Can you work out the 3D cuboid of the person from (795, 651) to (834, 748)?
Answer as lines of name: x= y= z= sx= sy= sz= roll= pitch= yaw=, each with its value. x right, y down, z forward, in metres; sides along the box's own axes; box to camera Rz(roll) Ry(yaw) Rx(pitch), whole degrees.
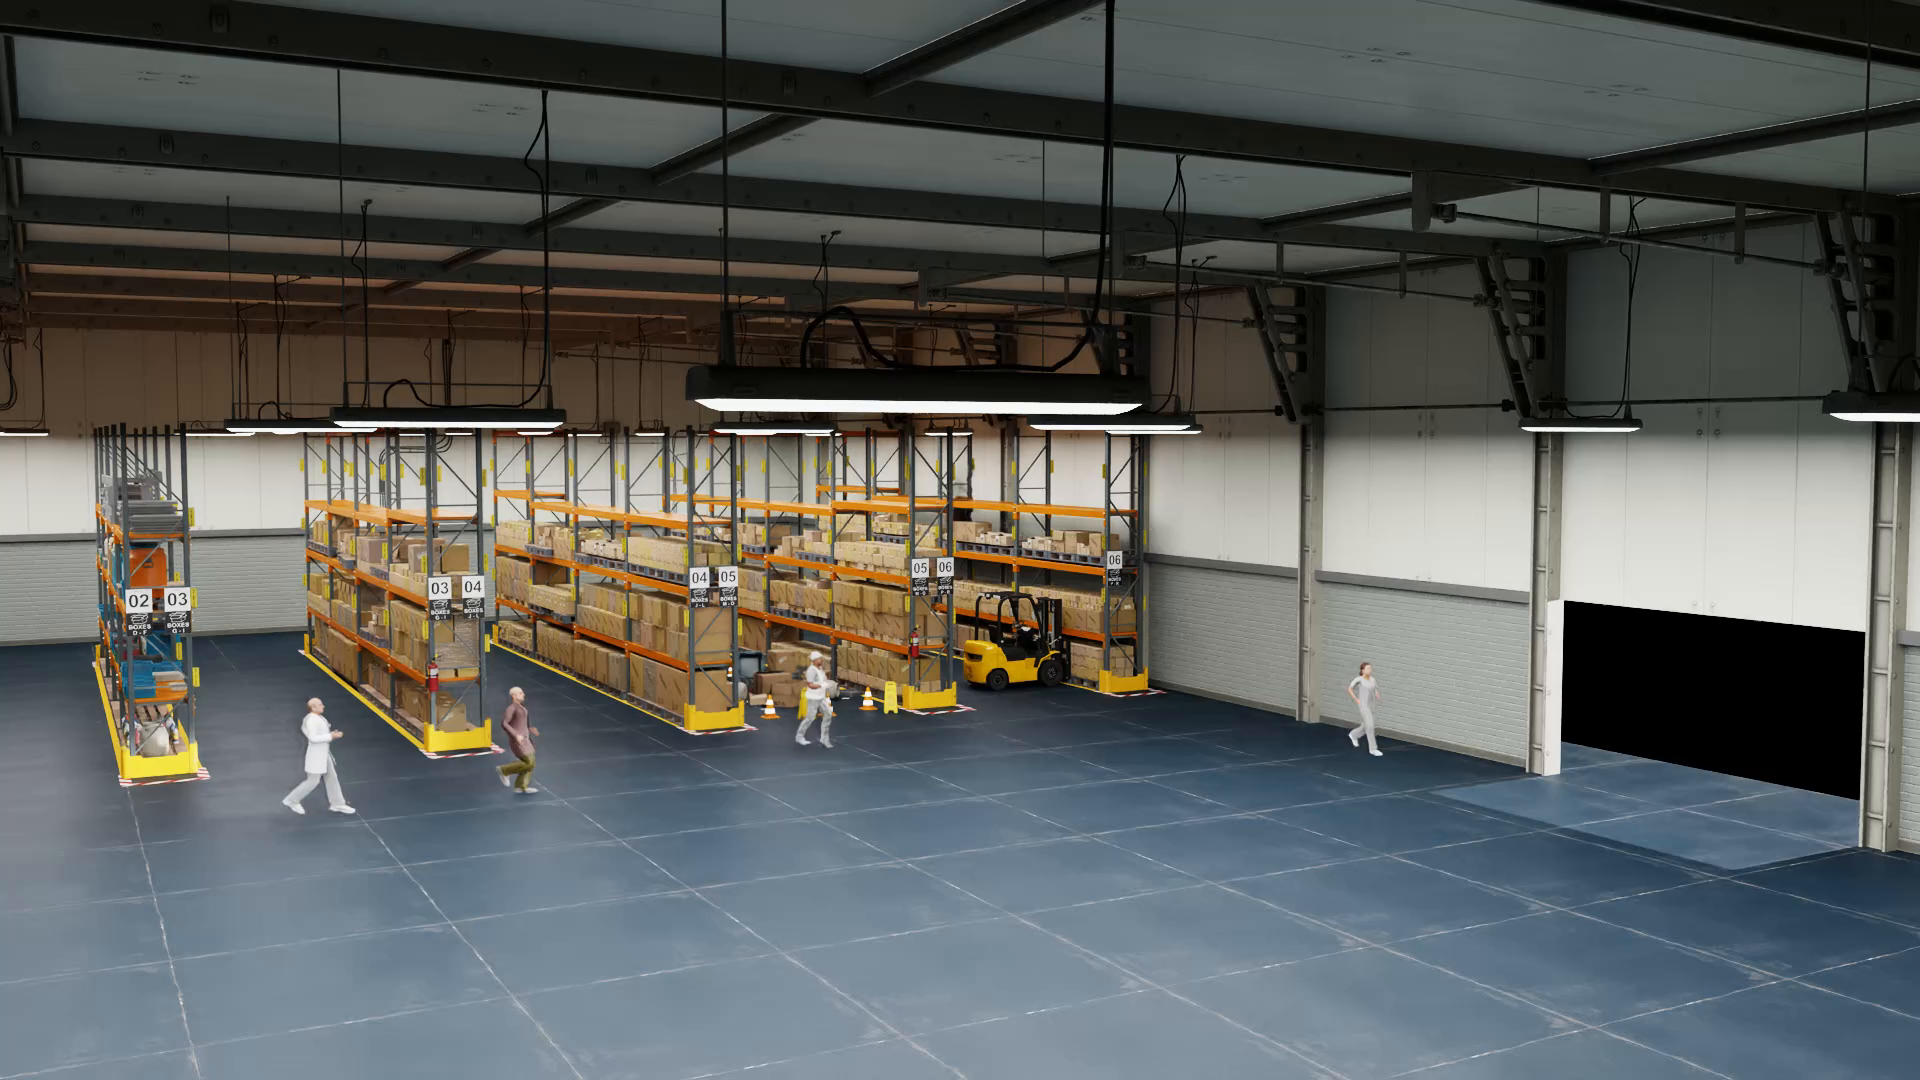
person: x=-2.682 y=2.965 z=30.788 sx=0.792 sy=1.839 sz=0.667 roll=1 pitch=4 yaw=21

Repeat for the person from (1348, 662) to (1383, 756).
person: x=7.369 y=3.044 z=30.228 sx=0.577 sy=1.656 sz=0.914 roll=-2 pitch=4 yaw=-30

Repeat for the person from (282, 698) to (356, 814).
person: x=-9.707 y=3.276 z=25.141 sx=1.034 sy=1.784 sz=0.698 roll=0 pitch=3 yaw=-8

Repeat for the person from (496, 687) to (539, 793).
person: x=-7.162 y=3.237 z=26.891 sx=0.631 sy=1.726 sz=0.726 roll=0 pitch=3 yaw=1
